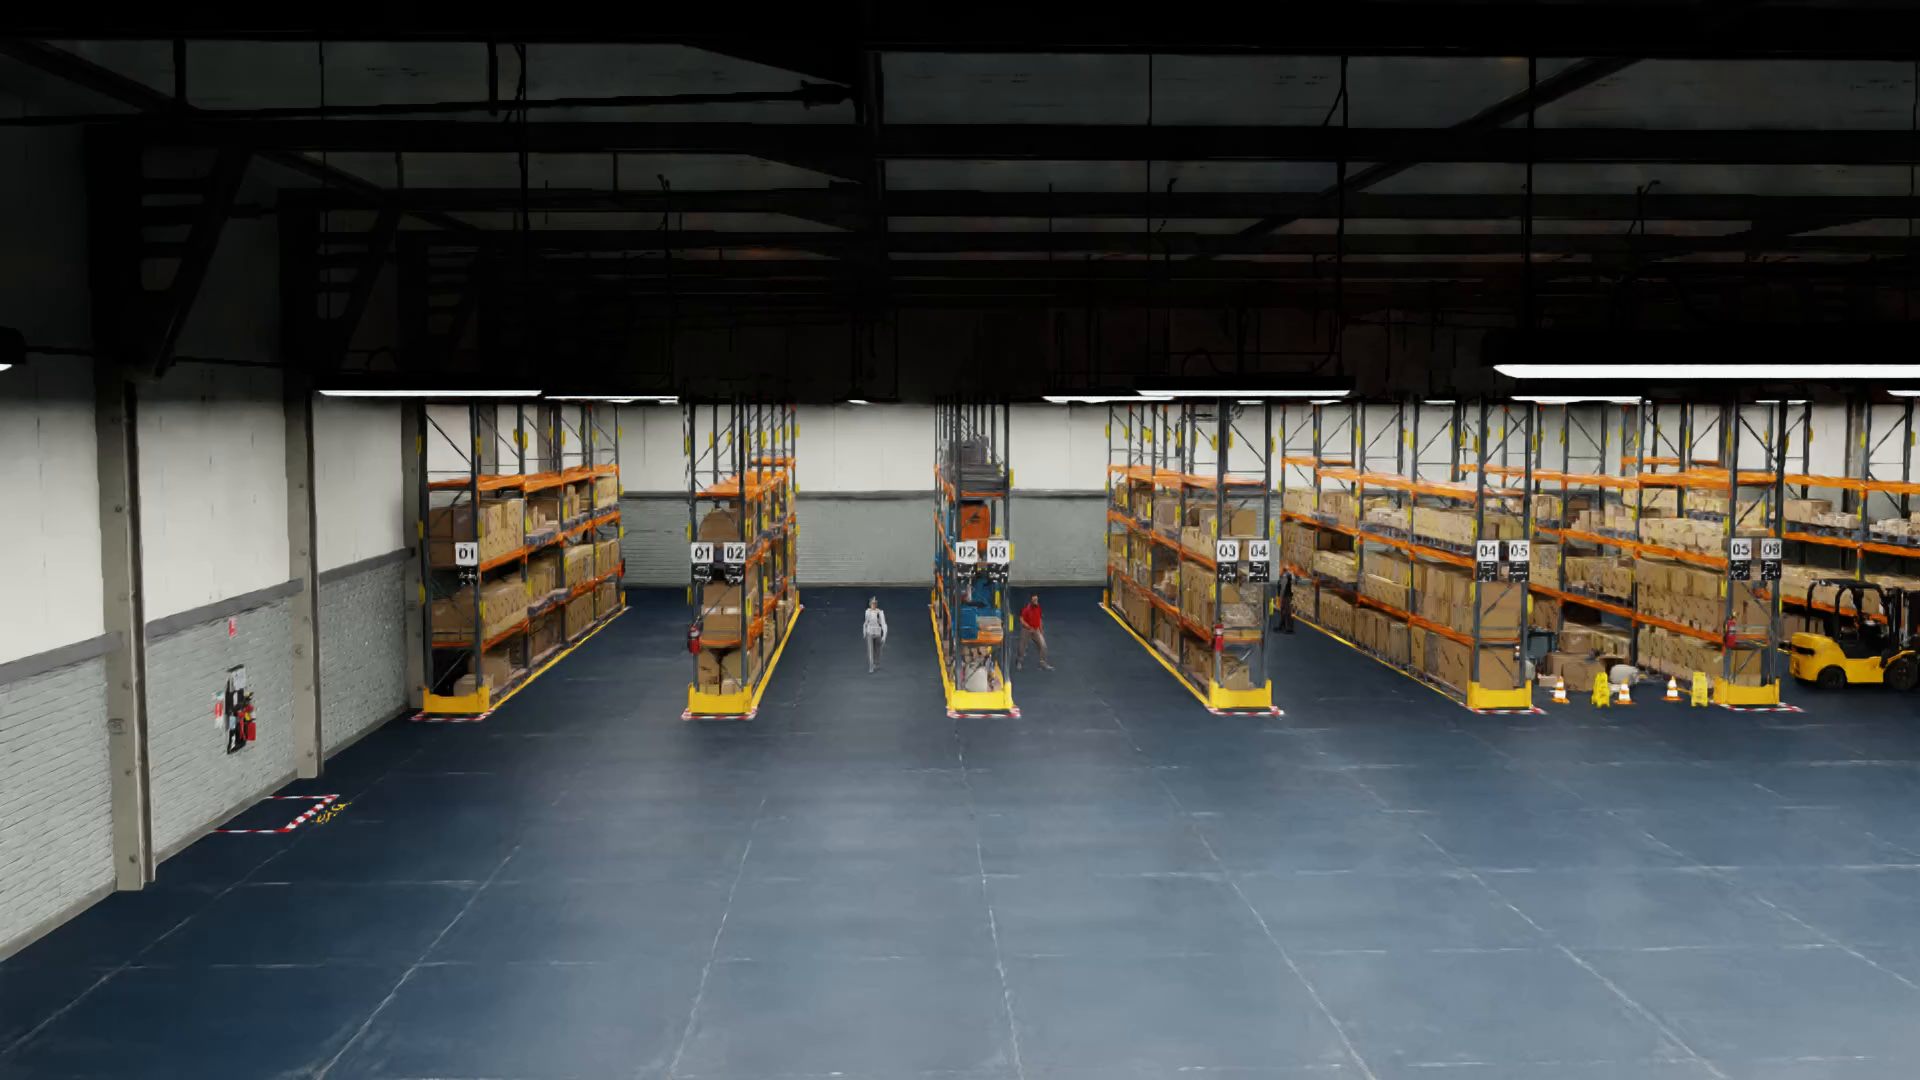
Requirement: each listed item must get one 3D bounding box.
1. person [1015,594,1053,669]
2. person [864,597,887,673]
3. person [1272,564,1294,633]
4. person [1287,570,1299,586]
[{"bbox_3d":[1.567,1.985,36.207,0.699,1.666,0.814,-2,5,-24],"label":"person"},{"bbox_3d":[-1.831,2.028,35.911,0.502,1.625,0.997,0,5,-3],"label":"person"},{"bbox_3d":[8.217,1.467,42.233,0.586,1.718,0.638,2,5,18],"label":"person"},{"bbox_3d":[10.069,0.874,50.320,0.524,1.623,0.896,2,5,26],"label":"person"}]
